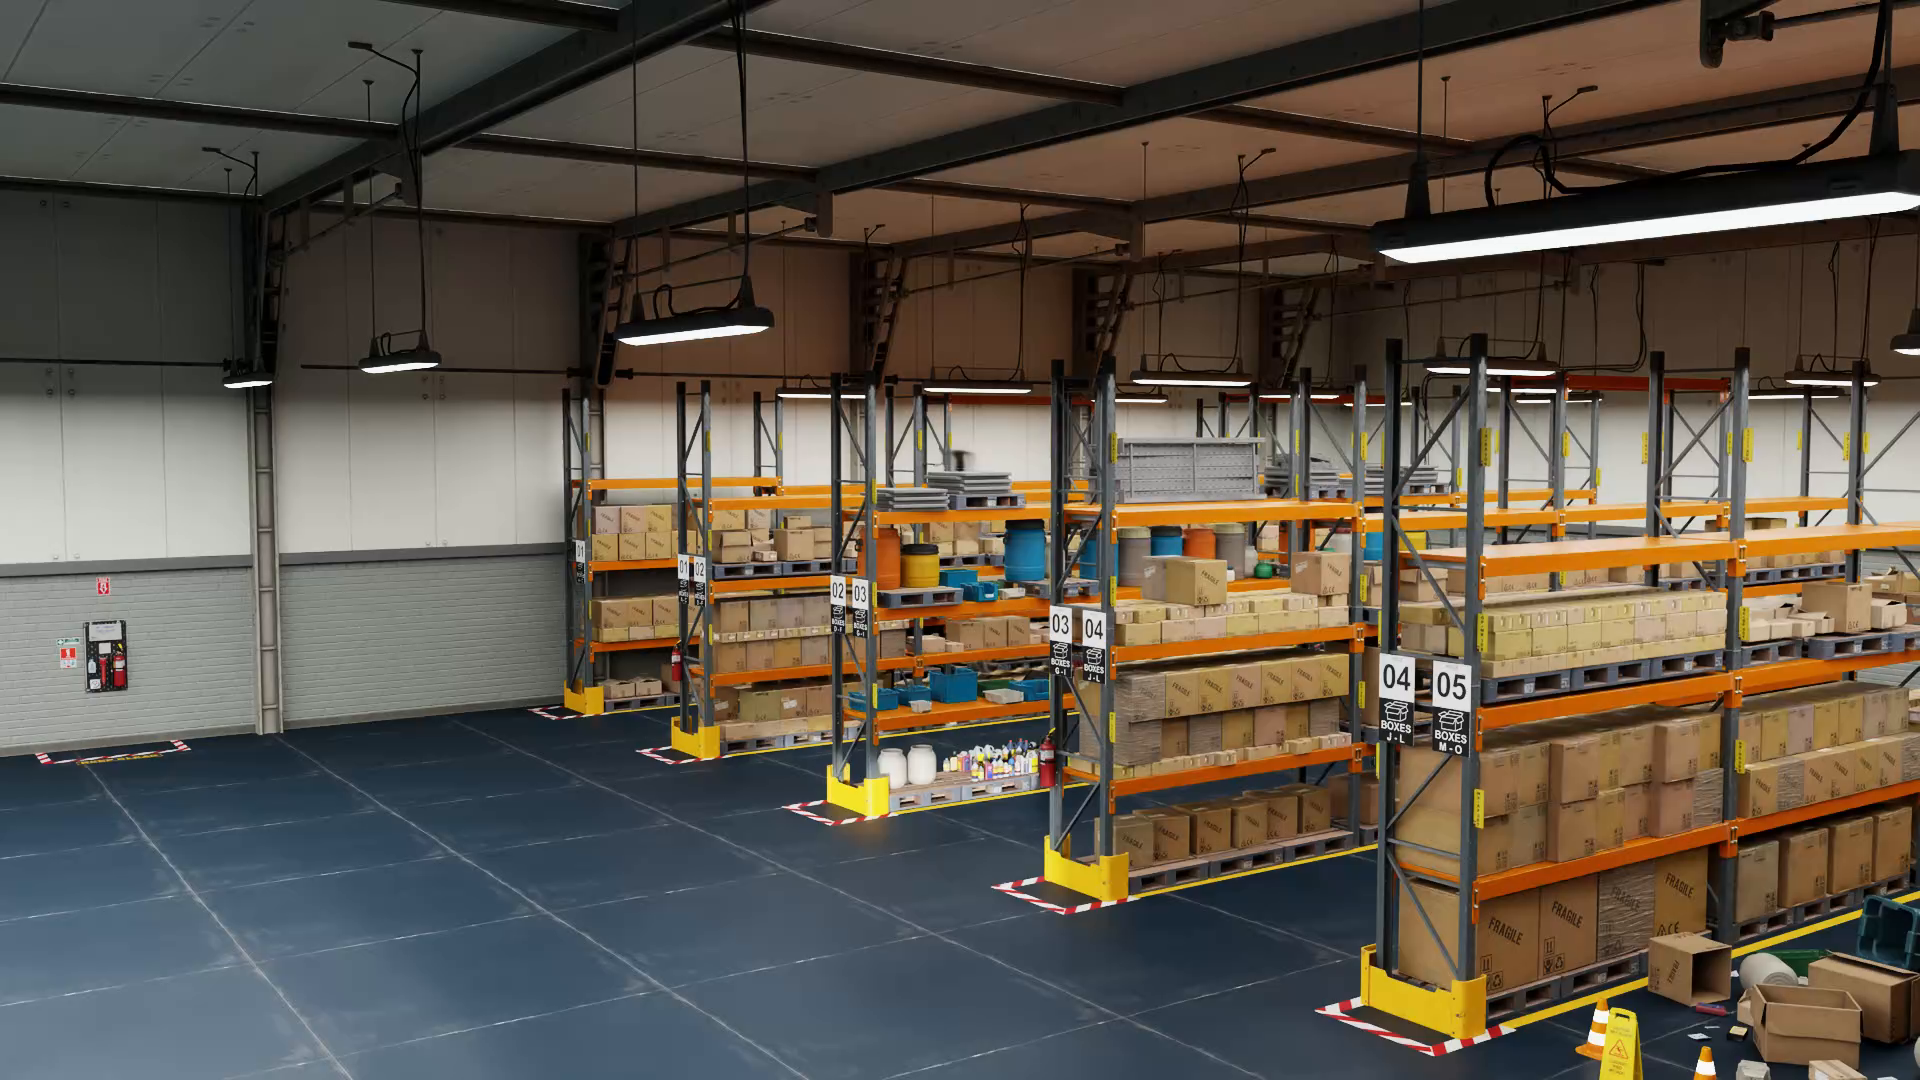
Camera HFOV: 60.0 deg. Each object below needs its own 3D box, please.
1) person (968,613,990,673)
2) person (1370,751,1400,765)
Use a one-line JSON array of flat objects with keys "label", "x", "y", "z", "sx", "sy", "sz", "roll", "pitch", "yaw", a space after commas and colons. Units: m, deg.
[{"label": "person", "x": 0.365, "y": 2.170, "z": 33.682, "sx": 0.818, "sy": 1.713, "sz": 0.518, "roll": -3, "pitch": 5, "yaw": -40}, {"label": "person", "x": 6.498, "y": 2.689, "z": 25.385, "sx": 0.732, "sy": 1.664, "sz": 0.653, "roll": -2, "pitch": 4, "yaw": -22}]
